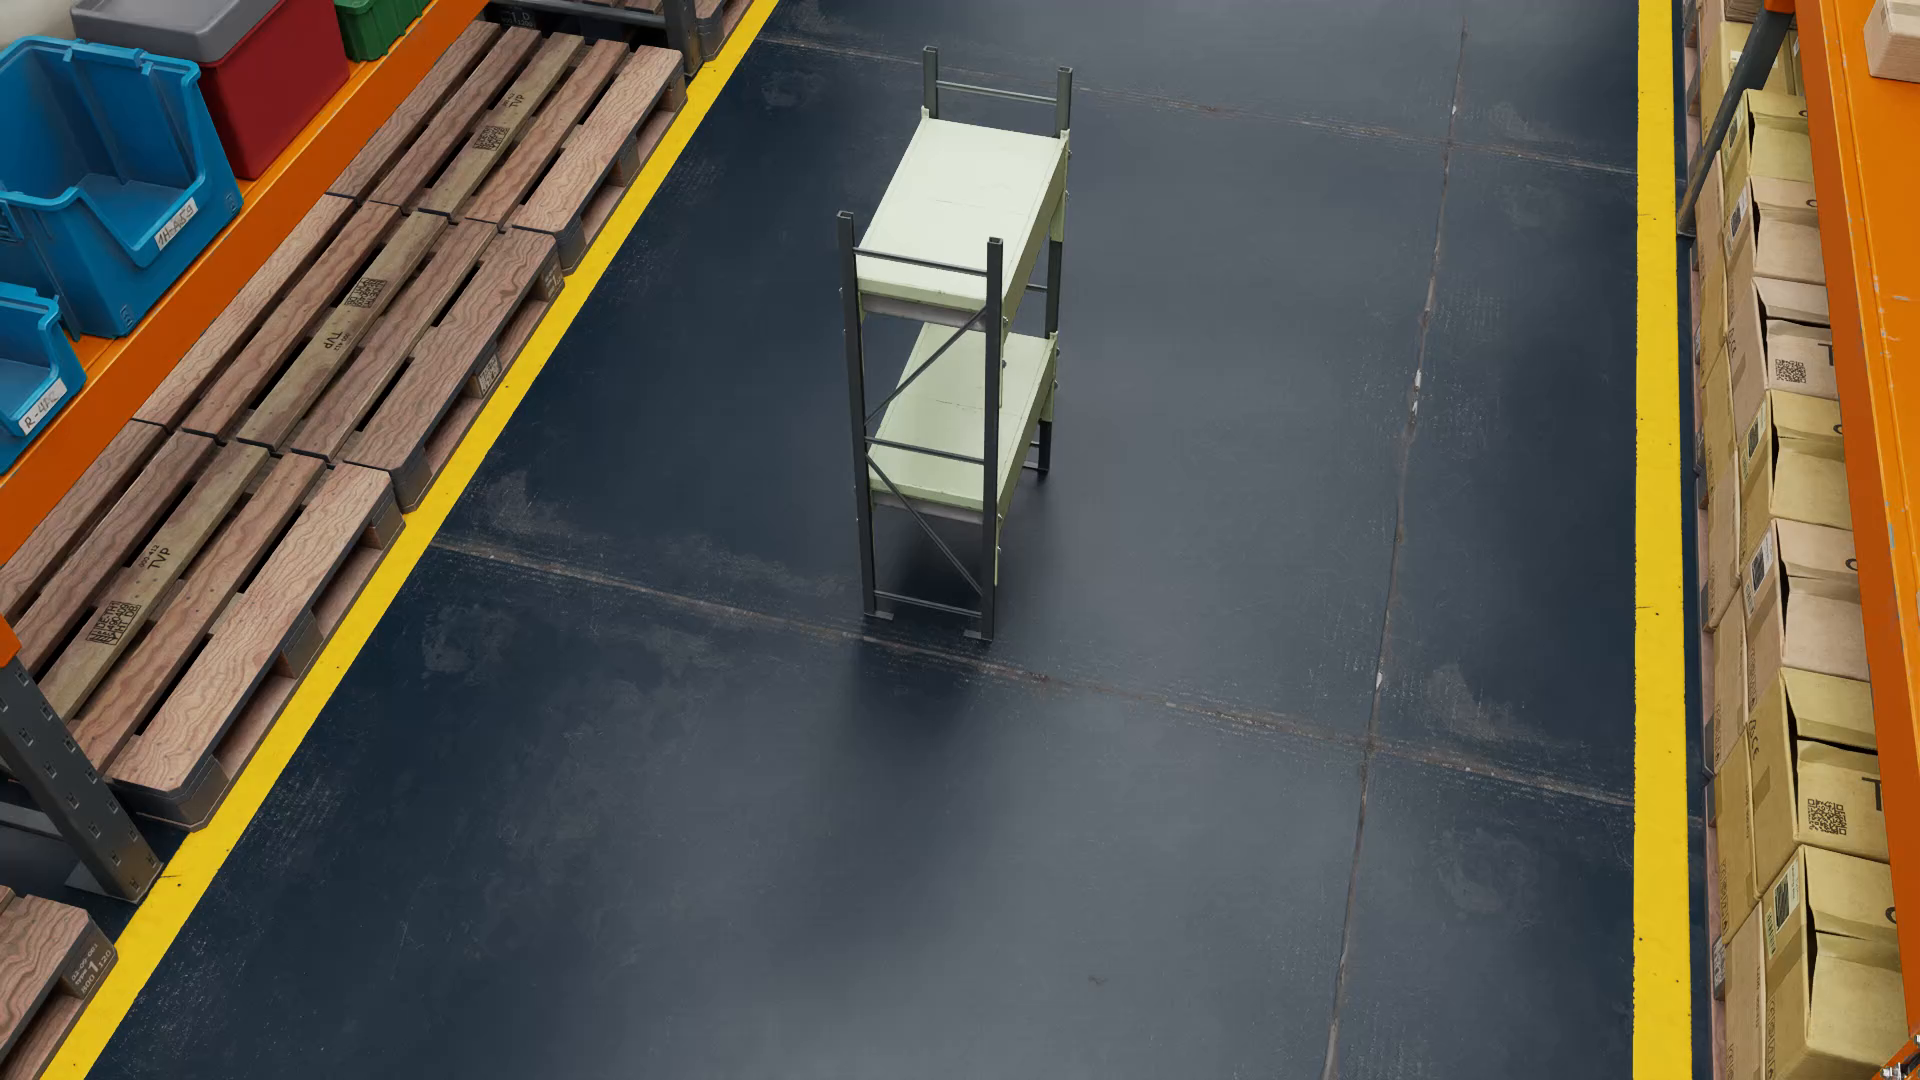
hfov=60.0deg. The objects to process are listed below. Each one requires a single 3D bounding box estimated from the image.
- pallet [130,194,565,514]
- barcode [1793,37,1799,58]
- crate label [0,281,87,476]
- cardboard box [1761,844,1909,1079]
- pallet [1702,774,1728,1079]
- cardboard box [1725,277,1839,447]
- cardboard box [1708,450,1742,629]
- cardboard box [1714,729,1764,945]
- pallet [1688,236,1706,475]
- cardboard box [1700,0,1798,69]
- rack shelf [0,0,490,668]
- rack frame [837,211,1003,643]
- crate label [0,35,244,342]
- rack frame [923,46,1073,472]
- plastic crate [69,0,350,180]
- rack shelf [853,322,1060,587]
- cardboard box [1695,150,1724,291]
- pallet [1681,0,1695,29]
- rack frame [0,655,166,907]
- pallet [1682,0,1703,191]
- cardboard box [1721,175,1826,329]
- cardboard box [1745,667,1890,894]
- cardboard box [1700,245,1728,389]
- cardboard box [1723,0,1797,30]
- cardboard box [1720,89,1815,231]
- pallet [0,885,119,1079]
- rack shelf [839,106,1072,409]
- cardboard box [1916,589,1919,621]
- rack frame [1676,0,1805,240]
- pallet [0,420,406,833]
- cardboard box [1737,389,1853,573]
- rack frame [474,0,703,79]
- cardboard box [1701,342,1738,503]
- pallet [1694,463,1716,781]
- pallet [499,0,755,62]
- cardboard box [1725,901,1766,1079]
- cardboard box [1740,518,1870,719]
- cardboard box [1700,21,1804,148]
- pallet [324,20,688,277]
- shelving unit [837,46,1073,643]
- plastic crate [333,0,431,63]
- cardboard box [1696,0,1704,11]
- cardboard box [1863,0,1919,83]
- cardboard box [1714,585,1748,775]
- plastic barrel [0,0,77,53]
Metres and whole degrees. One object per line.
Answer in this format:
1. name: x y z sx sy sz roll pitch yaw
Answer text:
1. pallet: -2.072 -0.678 5.707 1.003 0.211 1.213 12 50 10
2. barcode: 2.725 -1.615 5.408 0.001 0.075 0.075 12 50 10
3. crate label: -2.164 -0.344 3.664 0.303 0.233 0.416 12 50 10
4. cardboard box: 2.041 0.970 3.573 0.500 0.311 0.500 13 50 11
5. pallet: 2.395 1.147 4.097 1.003 0.211 1.213 12 50 10
6. cardboard box: 2.573 -0.511 4.880 0.500 0.311 0.500 10 49 9
7. cardboard box: 2.444 0.045 4.764 0.500 0.250 0.500 12 50 11
8. cardboard box: 2.176 0.781 4.114 0.500 0.250 0.500 11 49 10
9. pallet: 3.038 -0.618 5.655 1.003 0.211 1.213 12 50 10
10. cardboard box: 3.246 -2.049 6.611 0.500 0.250 0.500 12 50 10
11. rack shelf: -2.110 -1.377 4.944 1.077 0.370 4.000 12 50 10
12. rack frame: -0.095 -0.236 4.458 0.400 1.500 0.023 12 50 10
13. crate label: -2.114 -0.845 3.972 0.502 0.435 0.616 12 50 10
14. rack frame: 0.098 -0.766 4.926 0.400 1.500 0.023 12 50 10
15. plastic crate: -1.916 -1.298 4.352 0.402 0.464 0.583 12 50 10
16. rack shelf: 0.002 -0.285 4.936 0.431 0.370 0.720 12 50 10
17. cardboard box: 2.849 -1.068 5.745 0.500 0.250 0.500 10 49 9
18. pallet: 3.763 -2.611 7.413 1.003 0.211 1.213 12 50 10
19. rack frame: -2.637 -0.168 3.398 1.000 3.000 0.127 12 50 10
20. pallet: 3.444 -1.726 6.632 1.003 0.211 1.213 12 50 10
21. cardboard box: 2.708 -0.885 5.210 0.500 0.311 0.500 11 49 10
22. cardboard box: 2.172 0.593 3.906 0.500 0.311 0.500 11 49 9
23. cardboard box: 2.713 -0.698 5.419 0.500 0.250 0.500 13 50 11
24. cardboard box: 3.248 -2.296 6.330 0.500 0.500 0.500 12 50 10
25. cardboard box: 2.845 -1.246 5.529 0.500 0.311 0.500 12 50 10
26. pallet: -2.804 1.333 3.933 1.003 0.211 1.213 12 50 10
27. rack shelf: 0.002 -0.759 4.399 0.431 0.370 0.720 12 50 10
28. cardboard box: 2.111 0.190 3.249 0.380 0.149 0.250 12 50 10
29. rack frame: 3.194 -2.081 5.086 1.000 3.000 0.127 12 50 10
30. pallet: -2.395 0.202 4.931 1.003 0.211 1.213 12 50 10
31. cardboard box: 2.441 -0.134 4.547 0.500 0.311 0.500 13 50 11
32. rack frame: -1.584 -3.061 5.951 1.000 3.000 0.127 12 50 10
33. cardboard box: 2.579 -0.323 5.088 0.500 0.250 0.500 10 49 9
34. pallet: 2.718 0.267 4.873 1.003 0.211 1.213 12 50 10
35. pallet: -1.367 -2.616 7.418 1.003 0.211 1.213 12 50 10
36. cardboard box: 2.044 1.154 3.785 0.500 0.250 0.500 13 50 11
37. cardboard box: 2.307 0.228 4.228 0.500 0.311 0.500 11 50 10
38. cardboard box: 3.105 -1.689 6.294 0.500 0.250 0.500 12 50 10
39. pallet: -1.753 -1.563 6.489 1.003 0.211 1.213 12 50 10
40. shelving unit: 0.002 -0.501 4.692 0.431 1.500 0.755 12 50 10
41. plastic crate: -1.770 -1.676 4.870 0.450 0.188 0.662 12 50 10
42. cardboard box: 3.364 -2.413 6.933 0.500 0.250 0.500 12 50 10
43. cardboard box: 2.763 -1.398 4.650 0.380 0.149 0.250 12 50 10
44. cardboard box: 2.312 0.418 4.435 0.500 0.250 0.500 13 50 11
45. plastic barrel: -2.461 -1.296 4.319 0.421 0.512 0.421 0 49 0
